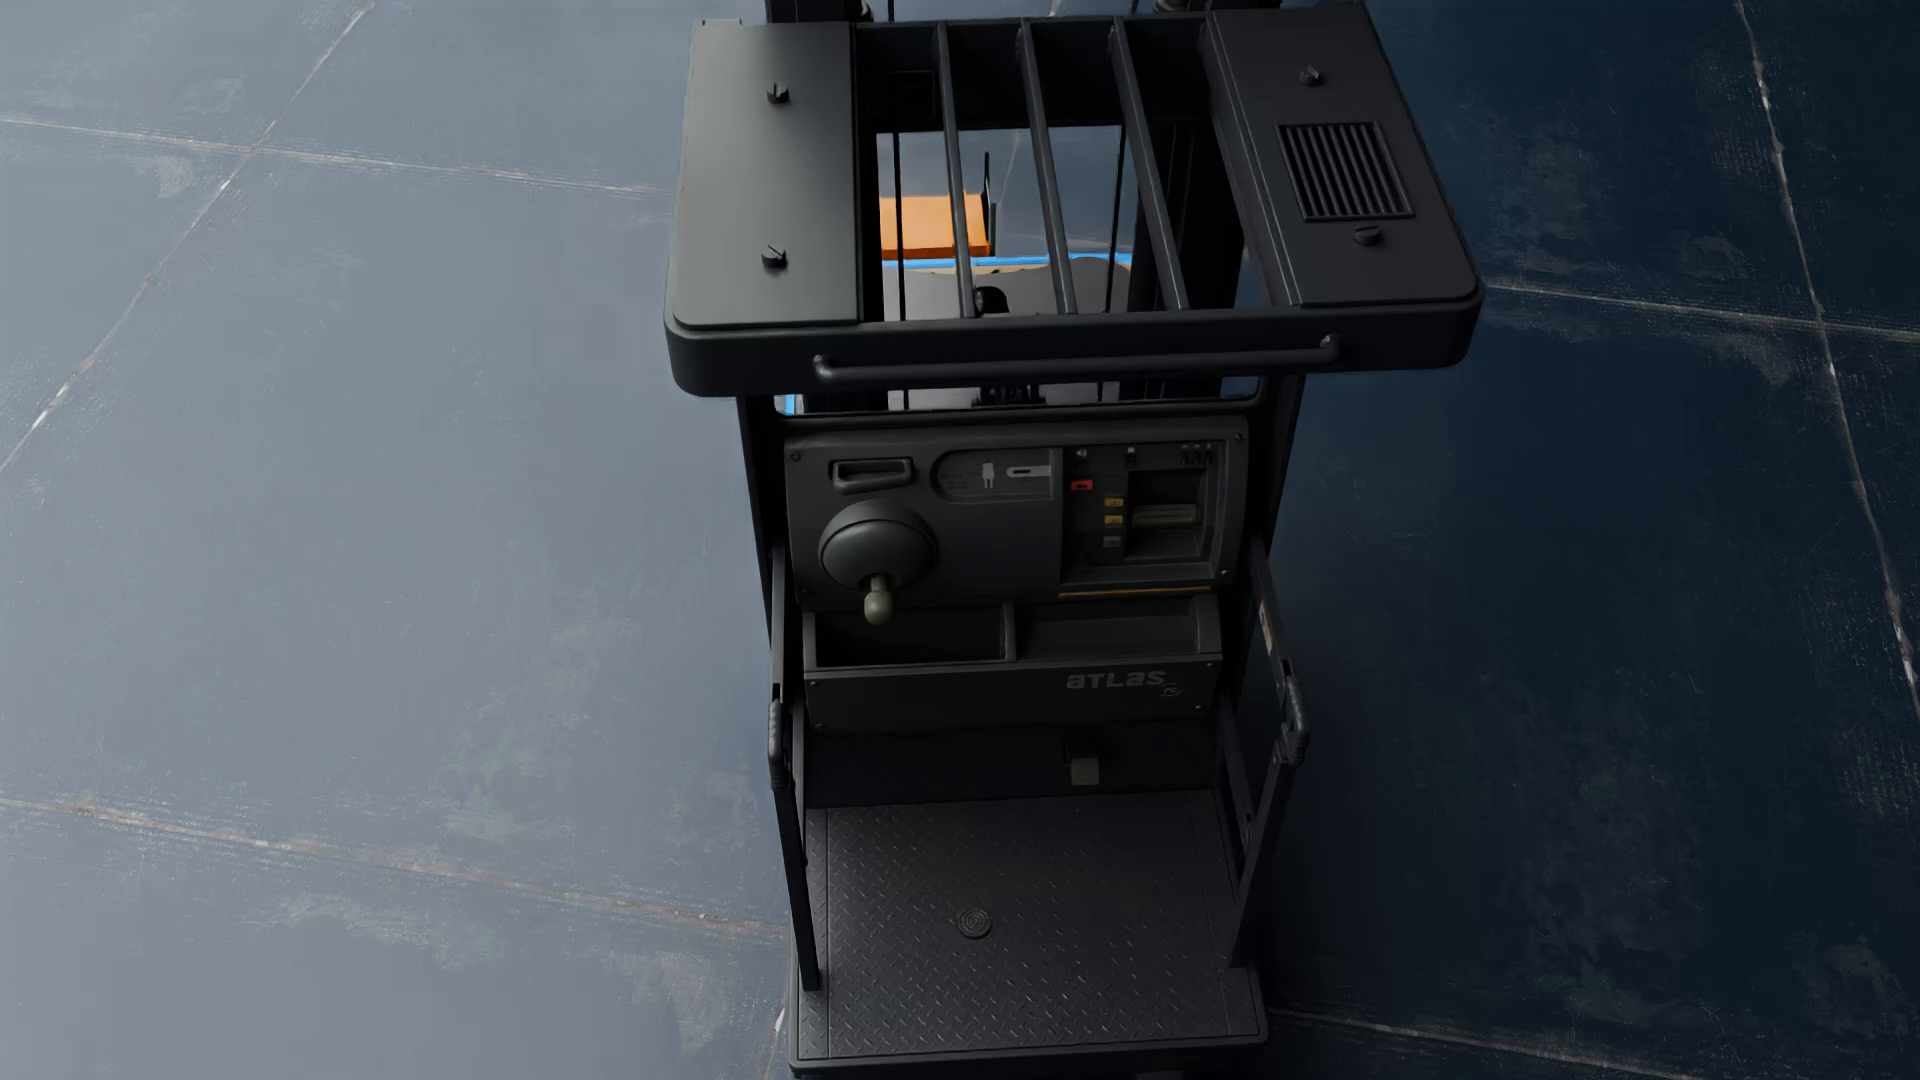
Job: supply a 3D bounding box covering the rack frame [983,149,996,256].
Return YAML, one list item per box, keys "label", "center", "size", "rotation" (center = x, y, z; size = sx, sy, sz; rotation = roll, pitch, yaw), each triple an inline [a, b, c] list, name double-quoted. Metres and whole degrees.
- label: "rack frame"
  center: [0.081, -0.595, 4.978]
  size: [0.015, 1.200, 0.240]
  rotation: [-3, 48, -3]

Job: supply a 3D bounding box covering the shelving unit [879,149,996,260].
- label: "shelving unit"
  center: [-0.163, -0.583, 4.967]
  size: [0.503, 1.200, 0.258]
  rotation: [-3, 48, -3]

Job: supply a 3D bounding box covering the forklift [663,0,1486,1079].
- label: "forklift"
  center: [0.132, 0.062, 3.224]
  size: [1.130, 2.935, 3.031]
  rotation: [-3, 48, -2]

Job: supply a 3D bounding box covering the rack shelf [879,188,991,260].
- label: "rack shelf"
  center: [-0.163, -0.846, 4.675]
  size: [0.480, 0.148, 0.258]
  rotation: [-3, 48, -3]
